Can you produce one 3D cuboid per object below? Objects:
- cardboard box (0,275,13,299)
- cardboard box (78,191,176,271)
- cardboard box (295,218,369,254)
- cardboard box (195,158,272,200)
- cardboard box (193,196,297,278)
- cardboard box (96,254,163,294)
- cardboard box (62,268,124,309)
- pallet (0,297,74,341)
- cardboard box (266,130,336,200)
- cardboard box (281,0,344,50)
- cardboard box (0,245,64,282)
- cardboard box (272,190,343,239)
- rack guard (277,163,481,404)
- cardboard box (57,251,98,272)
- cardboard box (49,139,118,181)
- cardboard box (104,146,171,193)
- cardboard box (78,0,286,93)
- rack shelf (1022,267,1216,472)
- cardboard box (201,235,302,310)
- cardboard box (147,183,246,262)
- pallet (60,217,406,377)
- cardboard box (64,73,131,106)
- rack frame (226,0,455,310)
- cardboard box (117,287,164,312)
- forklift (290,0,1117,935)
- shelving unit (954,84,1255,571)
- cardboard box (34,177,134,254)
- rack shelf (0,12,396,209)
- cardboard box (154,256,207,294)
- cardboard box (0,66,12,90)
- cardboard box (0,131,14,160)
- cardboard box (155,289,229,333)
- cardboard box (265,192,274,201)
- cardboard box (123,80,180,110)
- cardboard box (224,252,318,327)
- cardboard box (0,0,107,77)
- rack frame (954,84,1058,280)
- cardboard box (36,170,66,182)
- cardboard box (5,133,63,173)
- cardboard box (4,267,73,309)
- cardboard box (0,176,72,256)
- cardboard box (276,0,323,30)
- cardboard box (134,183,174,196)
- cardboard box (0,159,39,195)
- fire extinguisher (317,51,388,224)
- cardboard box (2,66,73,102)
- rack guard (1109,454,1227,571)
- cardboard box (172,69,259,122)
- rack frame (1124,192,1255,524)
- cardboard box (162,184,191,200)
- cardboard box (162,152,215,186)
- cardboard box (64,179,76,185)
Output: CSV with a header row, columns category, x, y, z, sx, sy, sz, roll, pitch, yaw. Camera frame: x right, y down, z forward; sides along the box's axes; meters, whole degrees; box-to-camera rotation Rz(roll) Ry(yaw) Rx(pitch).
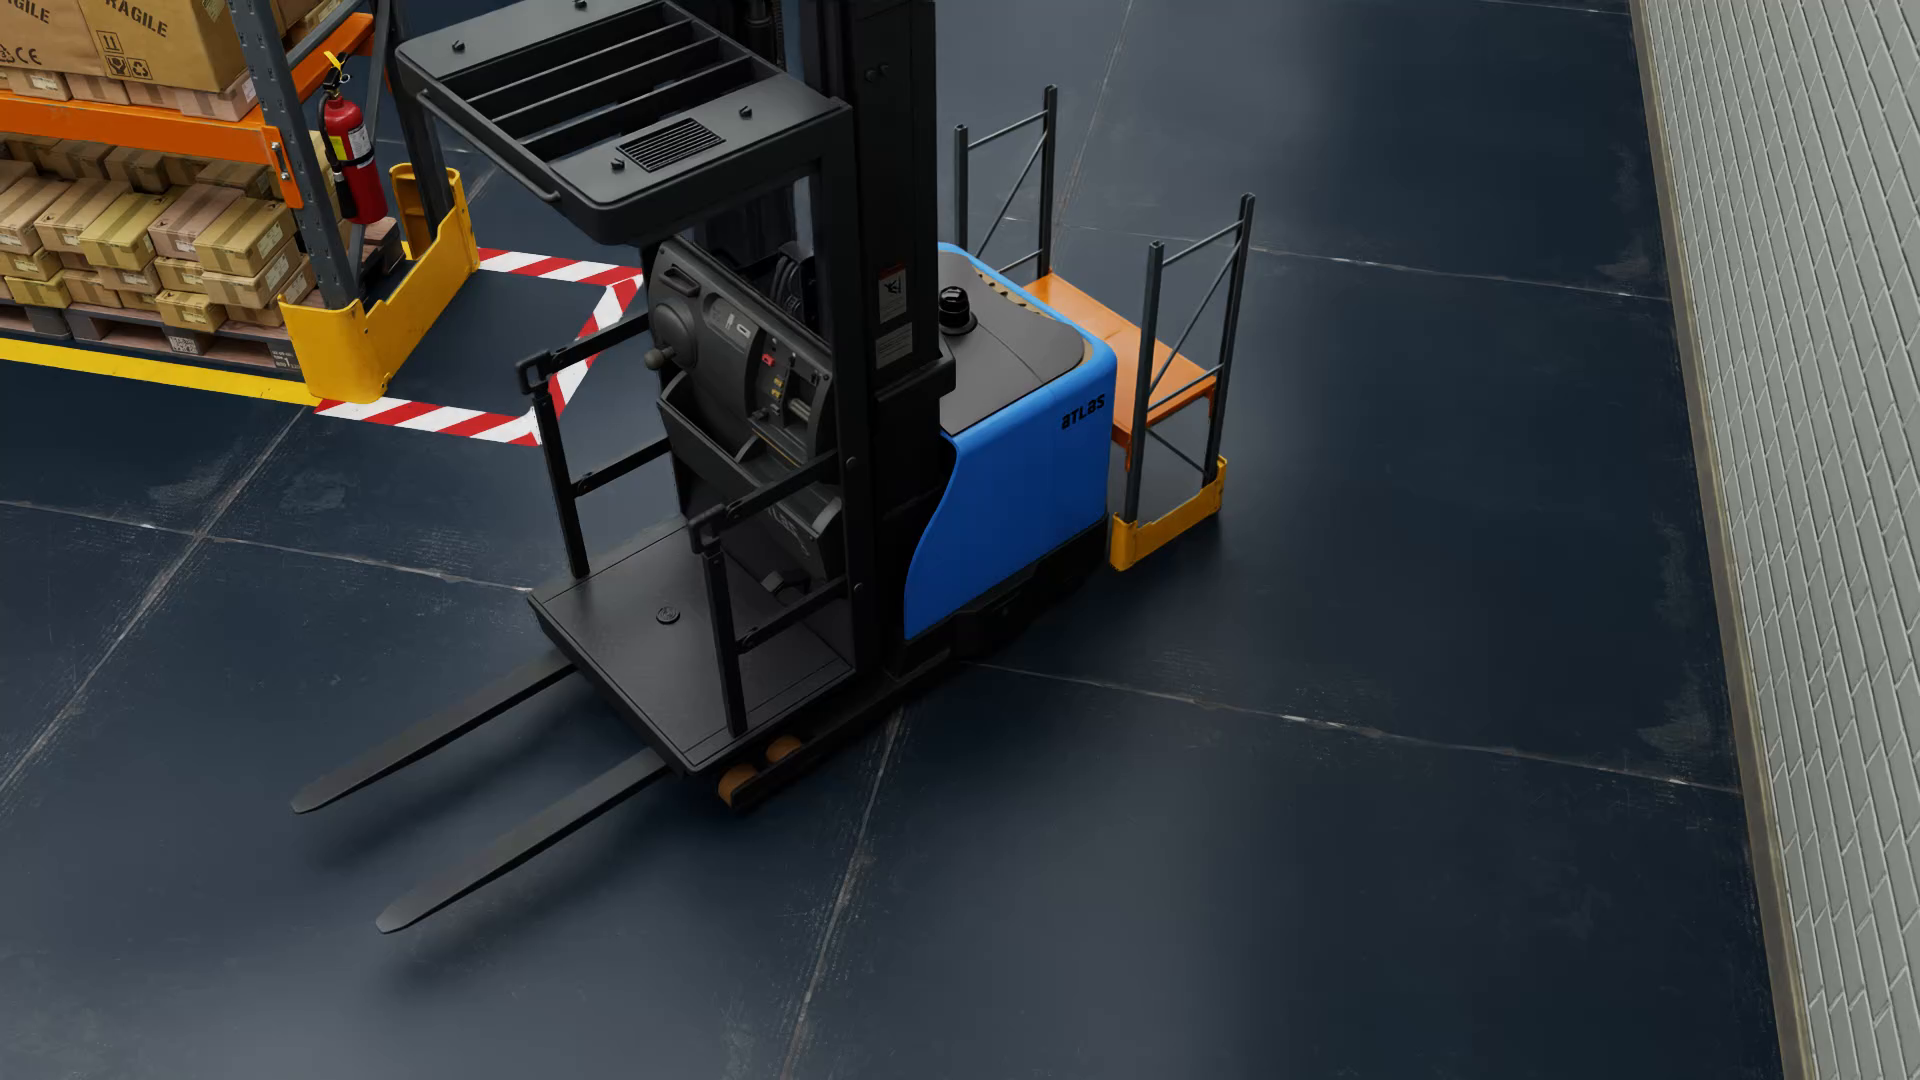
category,x,y,z,sx,sy,sz,roll,pitch,yaw
cardboard box,-4.400,-1.296,7.686,0.250,0.149,0.380,10,45,10
cardboard box,-3.645,-1.362,7.326,0.250,0.149,0.380,8,44,8
cardboard box,-3.002,-1.505,7.903,0.250,0.149,0.380,10,45,10
cardboard box,-3.293,-1.692,7.669,0.250,0.149,0.380,10,45,10
cardboard box,-3.132,-1.332,7.294,0.250,0.149,0.380,9,45,10
cardboard box,-3.645,-1.280,7.455,0.250,0.149,0.380,7,44,7
cardboard box,-3.875,-1.244,7.633,0.250,0.149,0.380,9,45,9
pallet,-4.606,-1.424,8.078,1.213,0.211,1.003,9,45,9
cardboard box,-2.997,-1.732,7.711,0.250,0.149,0.380,7,44,7
cardboard box,-2.805,-2.265,7.121,0.250,0.149,0.380,8,45,9
cardboard box,-4.153,-1.350,7.528,0.250,0.149,0.380,9,45,10
cardboard box,-3.015,-1.569,7.755,0.250,0.149,0.380,11,45,11
rack guard,-2.634,-1.195,7.631,0.348,0.500,1.175,9,45,9
cardboard box,-3.885,-1.390,7.570,0.250,0.149,0.380,8,45,9
cardboard box,-4.039,-1.847,7.830,0.250,0.149,0.380,10,45,11
cardboard box,-3.771,-1.799,7.780,0.250,0.149,0.380,7,44,7
cardboard box,-3.055,-2.121,6.504,0.500,0.500,0.500,10,45,10
rack shelf,0.508,-0.703,6.658,0.538,0.185,1.000,-31,52,-28
cardboard box,-3.138,-1.202,7.375,0.250,0.149,0.380,8,44,8
cardboard box,-3.365,-1.408,7.374,0.250,0.149,0.380,10,45,10
pallet,-3.419,-1.238,7.884,1.213,0.211,1.003,9,45,9
cardboard box,-3.423,-1.943,6.787,0.250,0.149,0.380,8,45,9
rack frame,-2.560,-2.084,6.753,0.127,3.000,1.000,9,45,9
cardboard box,-3.631,-1.216,7.603,0.250,0.149,0.380,9,45,9
forklift,-0.866,-0.535,5.192,3.031,2.935,1.130,-31,52,-28
shelving unit,0.514,-0.828,6.528,0.587,1.500,1.083,-31,52,-28
cardboard box,-3.884,-1.444,7.411,0.250,0.149,0.380,7,44,7
rack shelf,-4.512,-2.128,7.317,4.000,0.370,1.077,9,45,9
cardboard box,-3.381,-1.279,7.454,0.250,0.149,0.380,8,44,8
cardboard box,-3.927,-2.025,6.872,0.250,0.149,0.380,7,44,7
cardboard box,-4.552,-1.891,7.876,0.250,0.149,0.380,9,45,9
cardboard box,-3.392,-1.118,7.501,0.250,0.149,0.380,10,45,10
cardboard box,-3.270,-1.648,7.838,0.250,0.149,0.380,9,45,9
cardboard box,-3.175,-1.915,6.758,0.250,0.149,0.380,9,45,9
cardboard box,-3.119,-1.147,7.532,0.250,0.149,0.380,10,45,10
cardboard box,-3.556,-2.203,6.589,0.500,0.500,0.500,8,45,8
rack frame,0.177,-1.100,6.811,0.500,1.500,0.032,-31,52,-28
cardboard box,-4.309,-1.727,7.920,0.250,0.149,0.380,11,45,11
cardboard box,-4.286,-1.918,7.904,0.250,0.149,0.380,9,45,10
cardboard box,-4.138,-1.241,7.629,0.250,0.149,0.380,7,44,7
cardboard box,-4.158,-1.447,7.414,0.250,0.149,0.380,10,45,11
cardboard box,-2.938,-2.483,6.880,0.500,0.500,0.500,11,45,11
cardboard box,-3.755,-1.738,7.931,0.250,0.149,0.380,10,45,10
cardboard box,-4.391,-1.562,7.534,0.250,0.149,0.380,7,44,8
fire extinguisher,-2.415,-1.572,6.545,0.183,0.674,0.296,9,45,9
cardboard box,-3.677,-1.966,6.810,0.250,0.149,0.380,10,45,10
rack guard,0.839,-0.116,6.690,0.587,0.250,0.087,-31,52,-28
cardboard box,-2.940,-1.852,6.692,0.250,0.149,0.380,9,45,9
rack frame,0.840,-0.565,6.256,0.500,1.500,0.032,-31,52,-28
cardboard box,-3.528,-1.626,7.814,0.250,0.149,0.380,9,45,10
cardboard box,-3.510,-1.817,7.799,0.250,0.149,0.380,9,45,9
cardboard box,-4.035,-1.714,7.906,0.250,0.149,0.380,7,44,7
